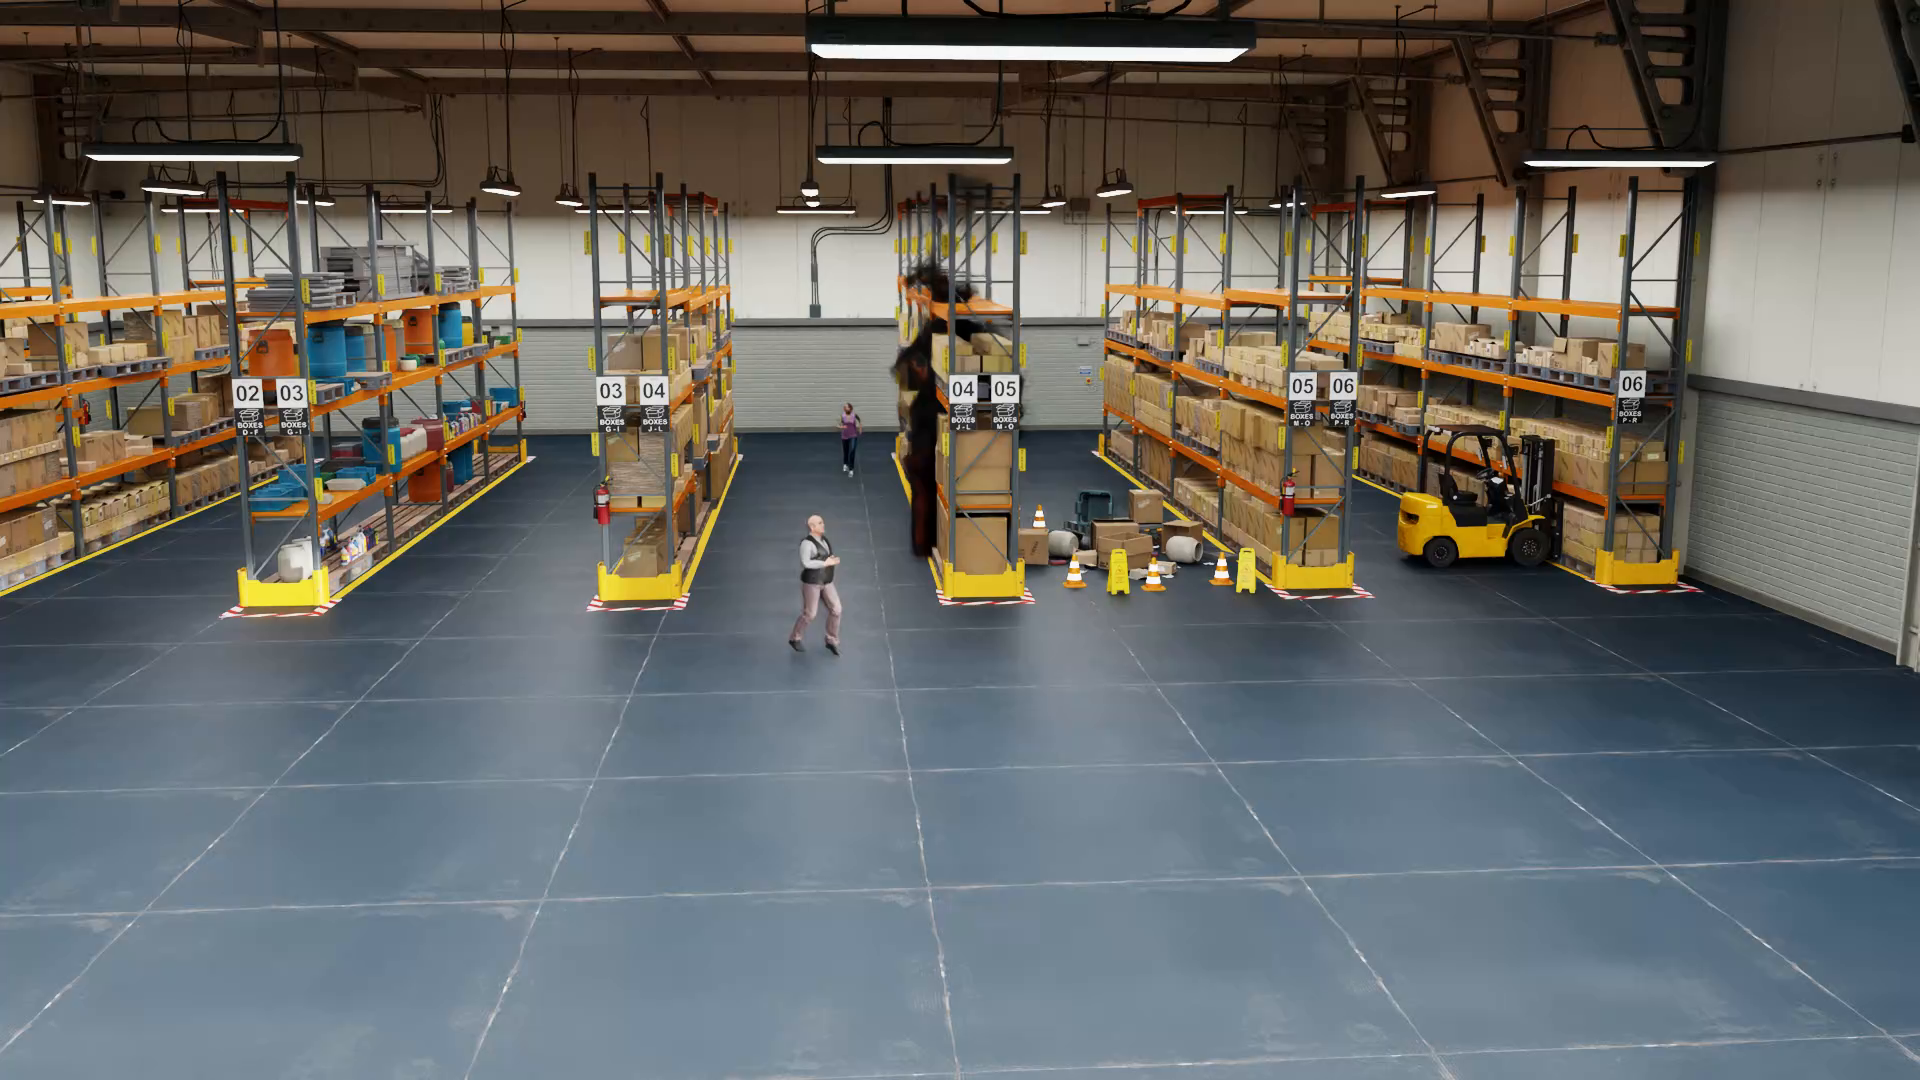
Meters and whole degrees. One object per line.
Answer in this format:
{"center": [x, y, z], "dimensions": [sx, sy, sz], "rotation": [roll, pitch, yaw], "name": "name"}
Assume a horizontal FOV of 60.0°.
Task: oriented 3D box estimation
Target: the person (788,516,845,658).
{"center": [-1.777, 0.580, 20.466], "dimensions": [0.767, 1.786, 0.683], "rotation": [6, 12, 30], "name": "person"}

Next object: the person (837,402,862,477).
{"center": [-2.437, -2.230, 36.748], "dimensions": [0.548, 1.638, 0.848], "rotation": [0, 10, 0], "name": "person"}
